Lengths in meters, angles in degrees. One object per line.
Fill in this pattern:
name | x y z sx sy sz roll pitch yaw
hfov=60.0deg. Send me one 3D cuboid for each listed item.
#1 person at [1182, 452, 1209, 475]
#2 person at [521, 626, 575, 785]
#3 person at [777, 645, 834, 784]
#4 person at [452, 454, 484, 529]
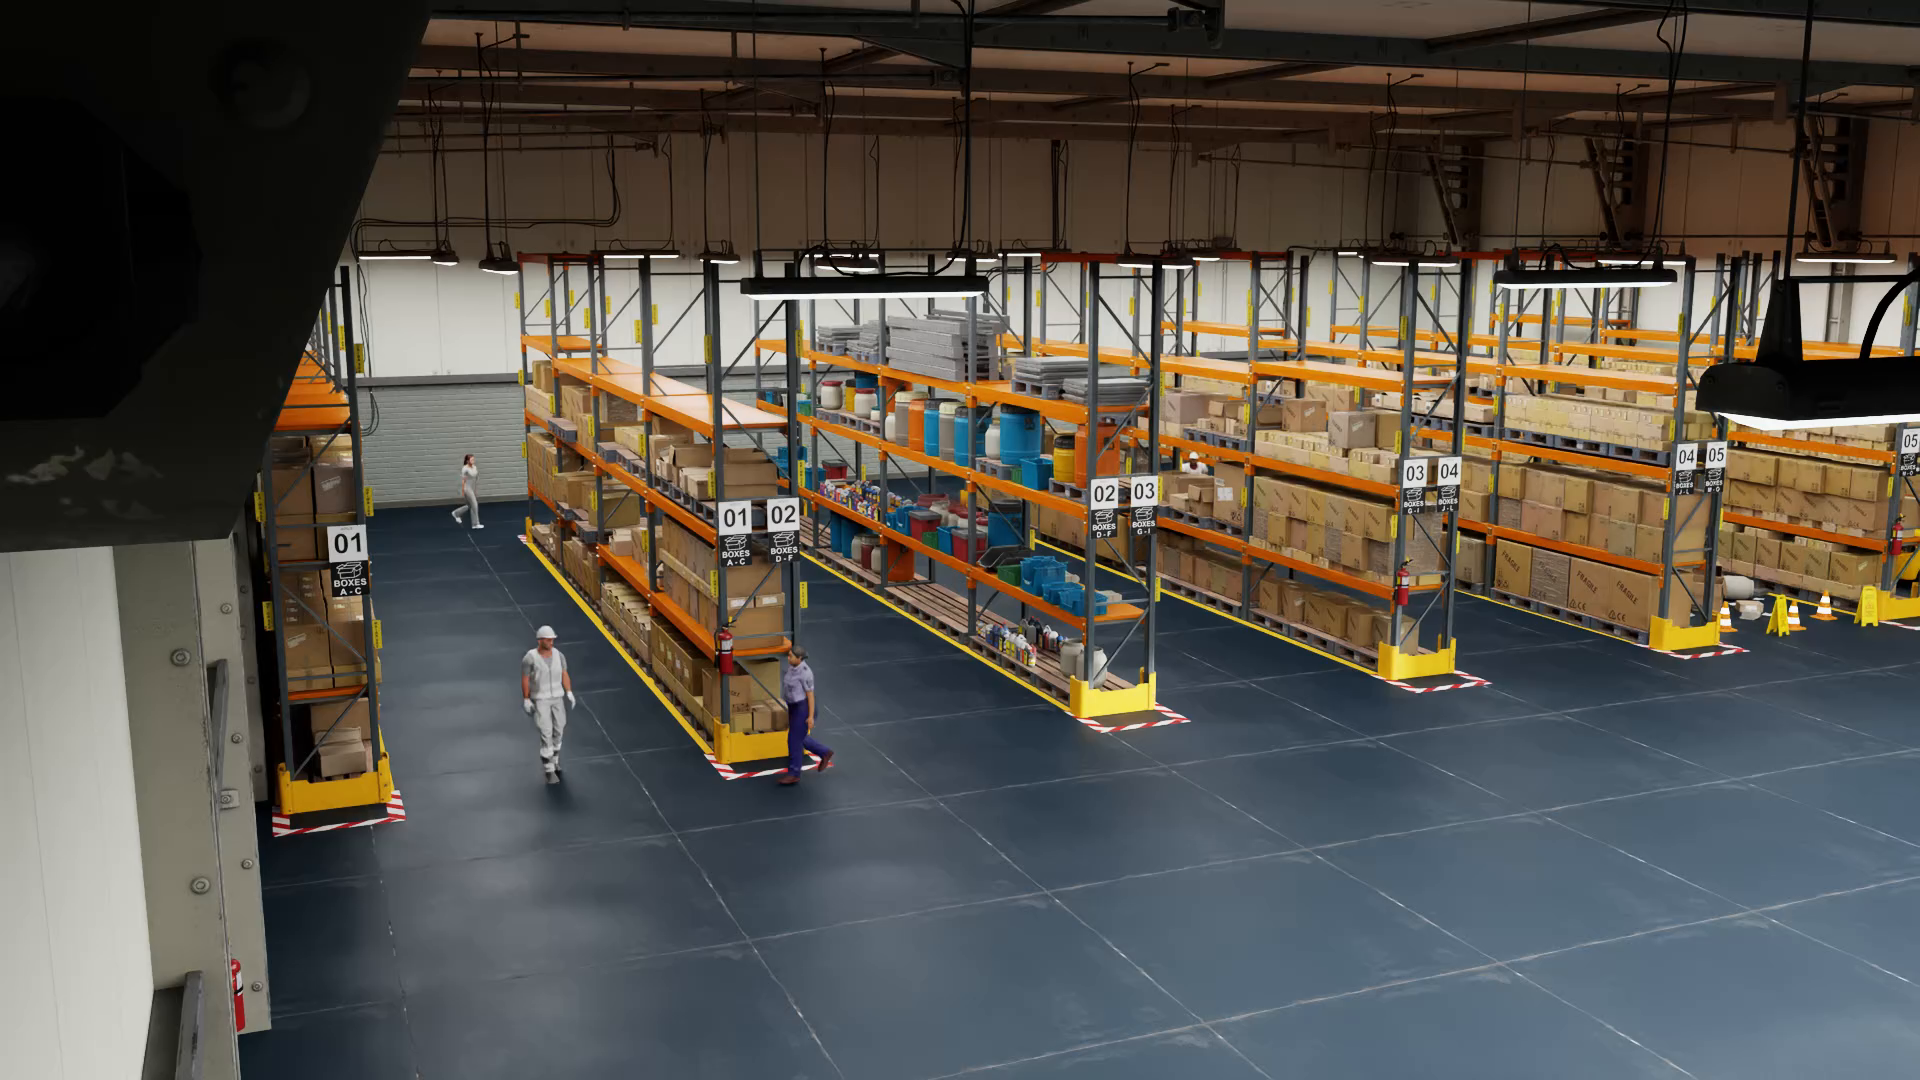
person | 5.121 -1.128 36.598 0.750 1.659 0.718 -2 11 -11
person | -4.801 1.933 19.620 0.550 1.802 0.666 -8 13 -39
person | -1.826 2.009 19.540 0.782 1.622 0.564 -4 11 -23
person | -10.780 -1.083 36.353 0.852 1.641 0.444 3 11 14
